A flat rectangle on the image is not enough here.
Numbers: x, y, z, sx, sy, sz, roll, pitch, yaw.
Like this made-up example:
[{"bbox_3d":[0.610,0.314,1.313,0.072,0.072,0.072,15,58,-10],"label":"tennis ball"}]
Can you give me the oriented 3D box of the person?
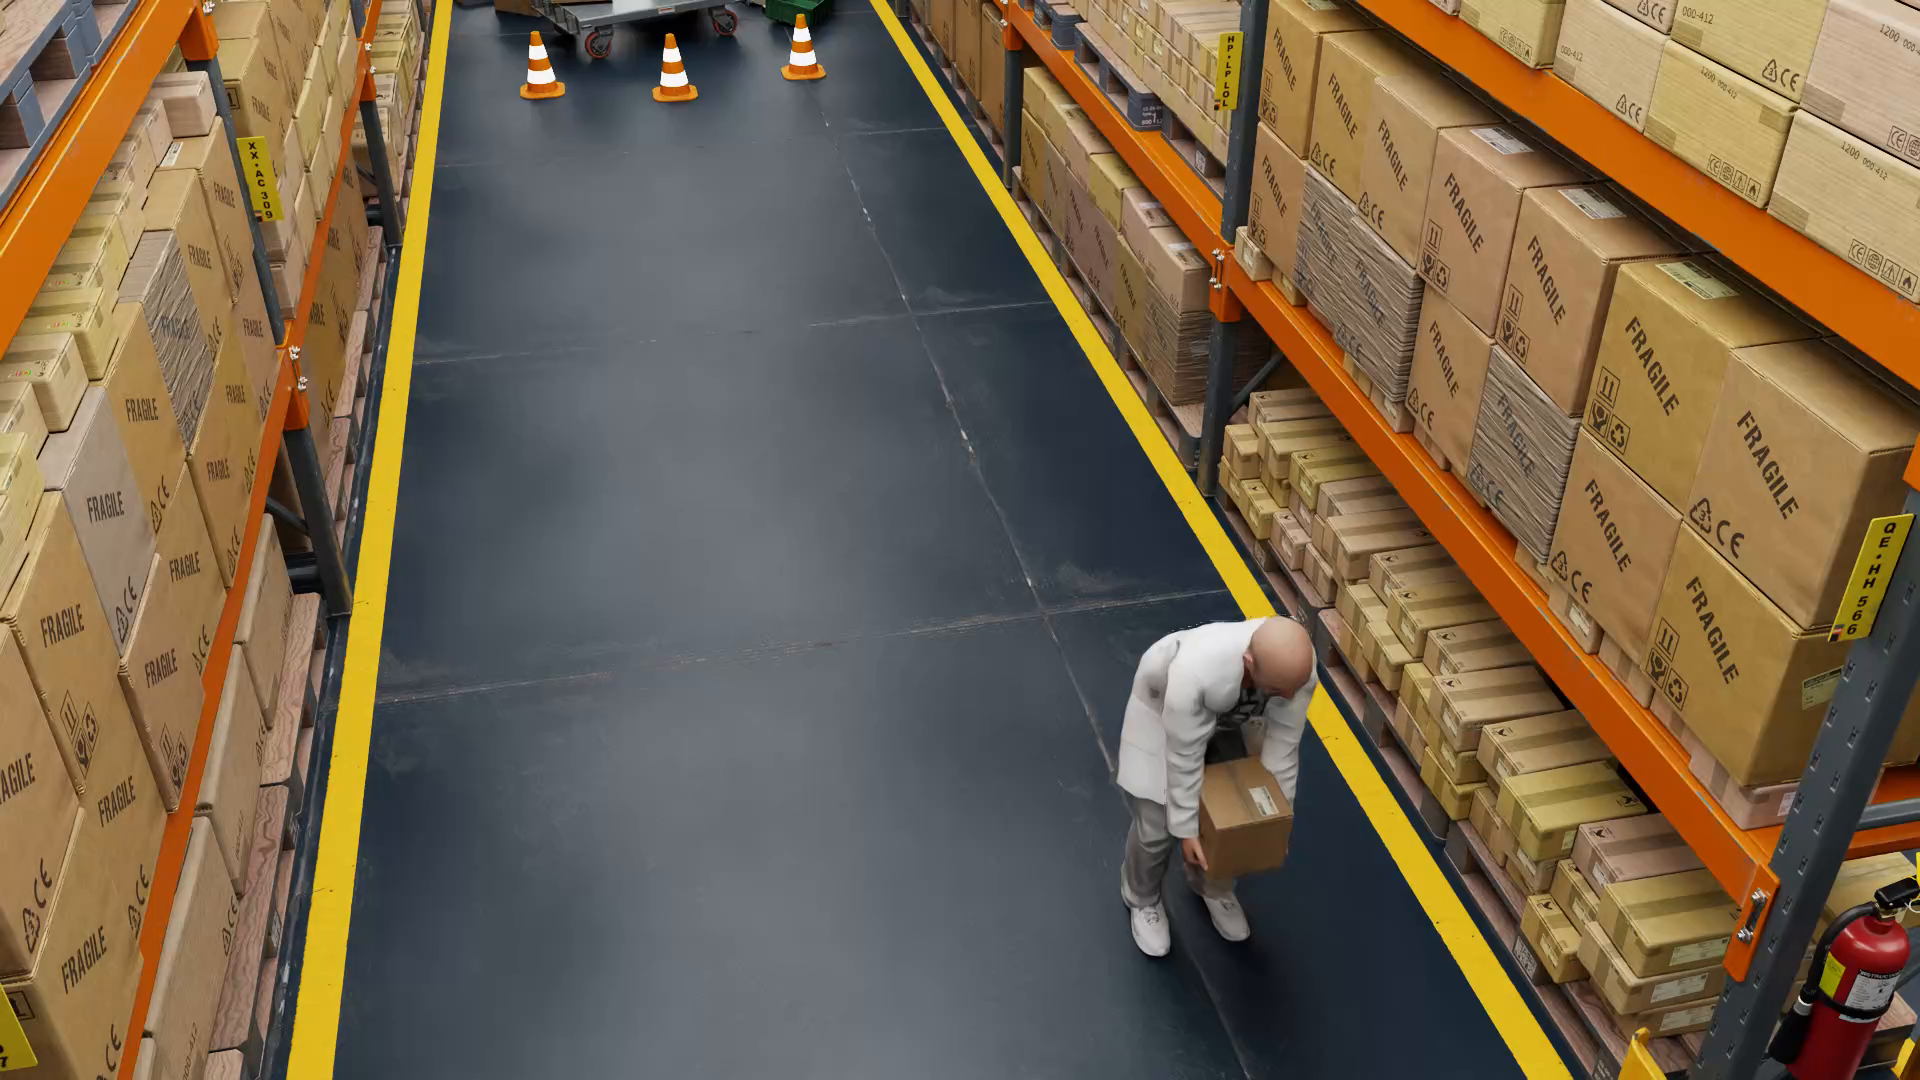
[{"bbox_3d":[0.808,0.742,5.249,0.547,1.564,0.760,-9,35,-13],"label":"person"}]
